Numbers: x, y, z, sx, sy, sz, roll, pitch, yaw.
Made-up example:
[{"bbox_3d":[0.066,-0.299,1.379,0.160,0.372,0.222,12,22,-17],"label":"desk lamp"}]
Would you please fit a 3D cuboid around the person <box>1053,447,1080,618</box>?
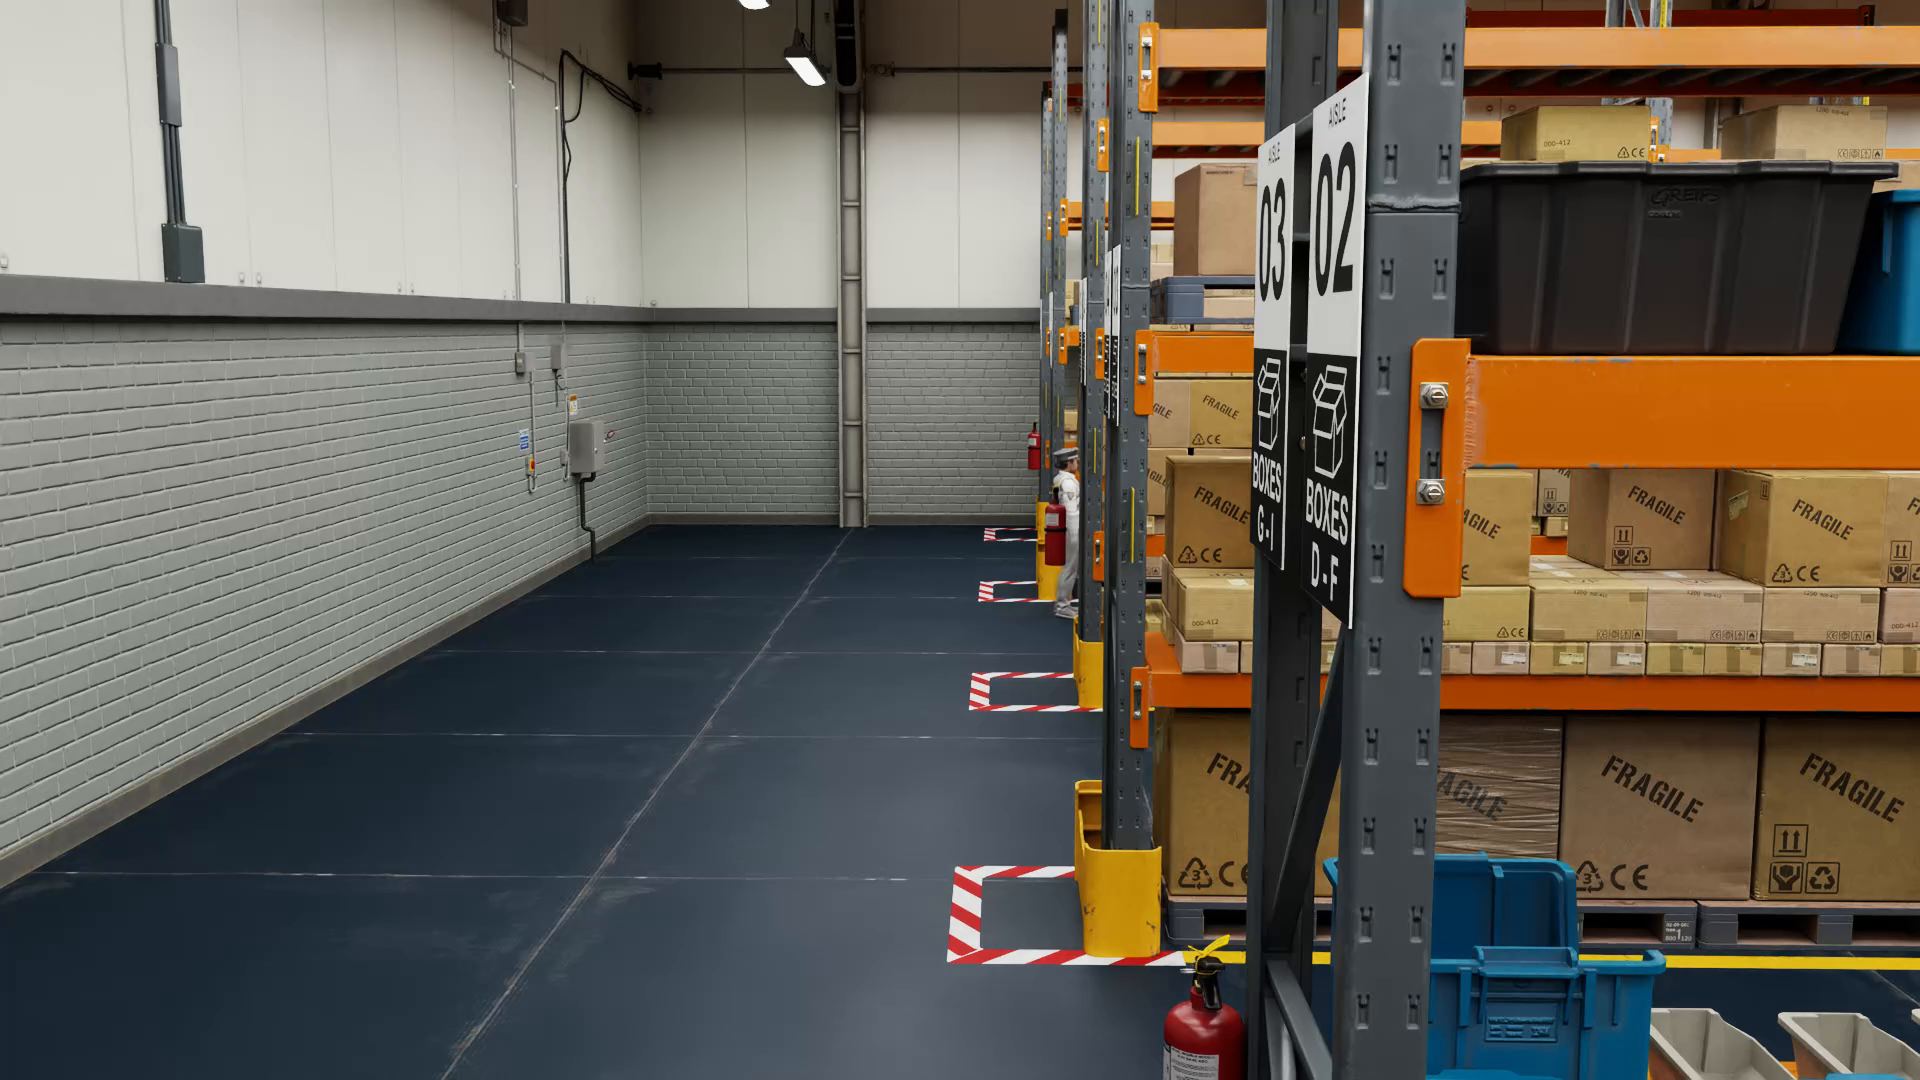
[{"bbox_3d":[1.077,-0.078,16.390,0.337,1.687,0.467,-1,7,-10],"label":"person"}]
